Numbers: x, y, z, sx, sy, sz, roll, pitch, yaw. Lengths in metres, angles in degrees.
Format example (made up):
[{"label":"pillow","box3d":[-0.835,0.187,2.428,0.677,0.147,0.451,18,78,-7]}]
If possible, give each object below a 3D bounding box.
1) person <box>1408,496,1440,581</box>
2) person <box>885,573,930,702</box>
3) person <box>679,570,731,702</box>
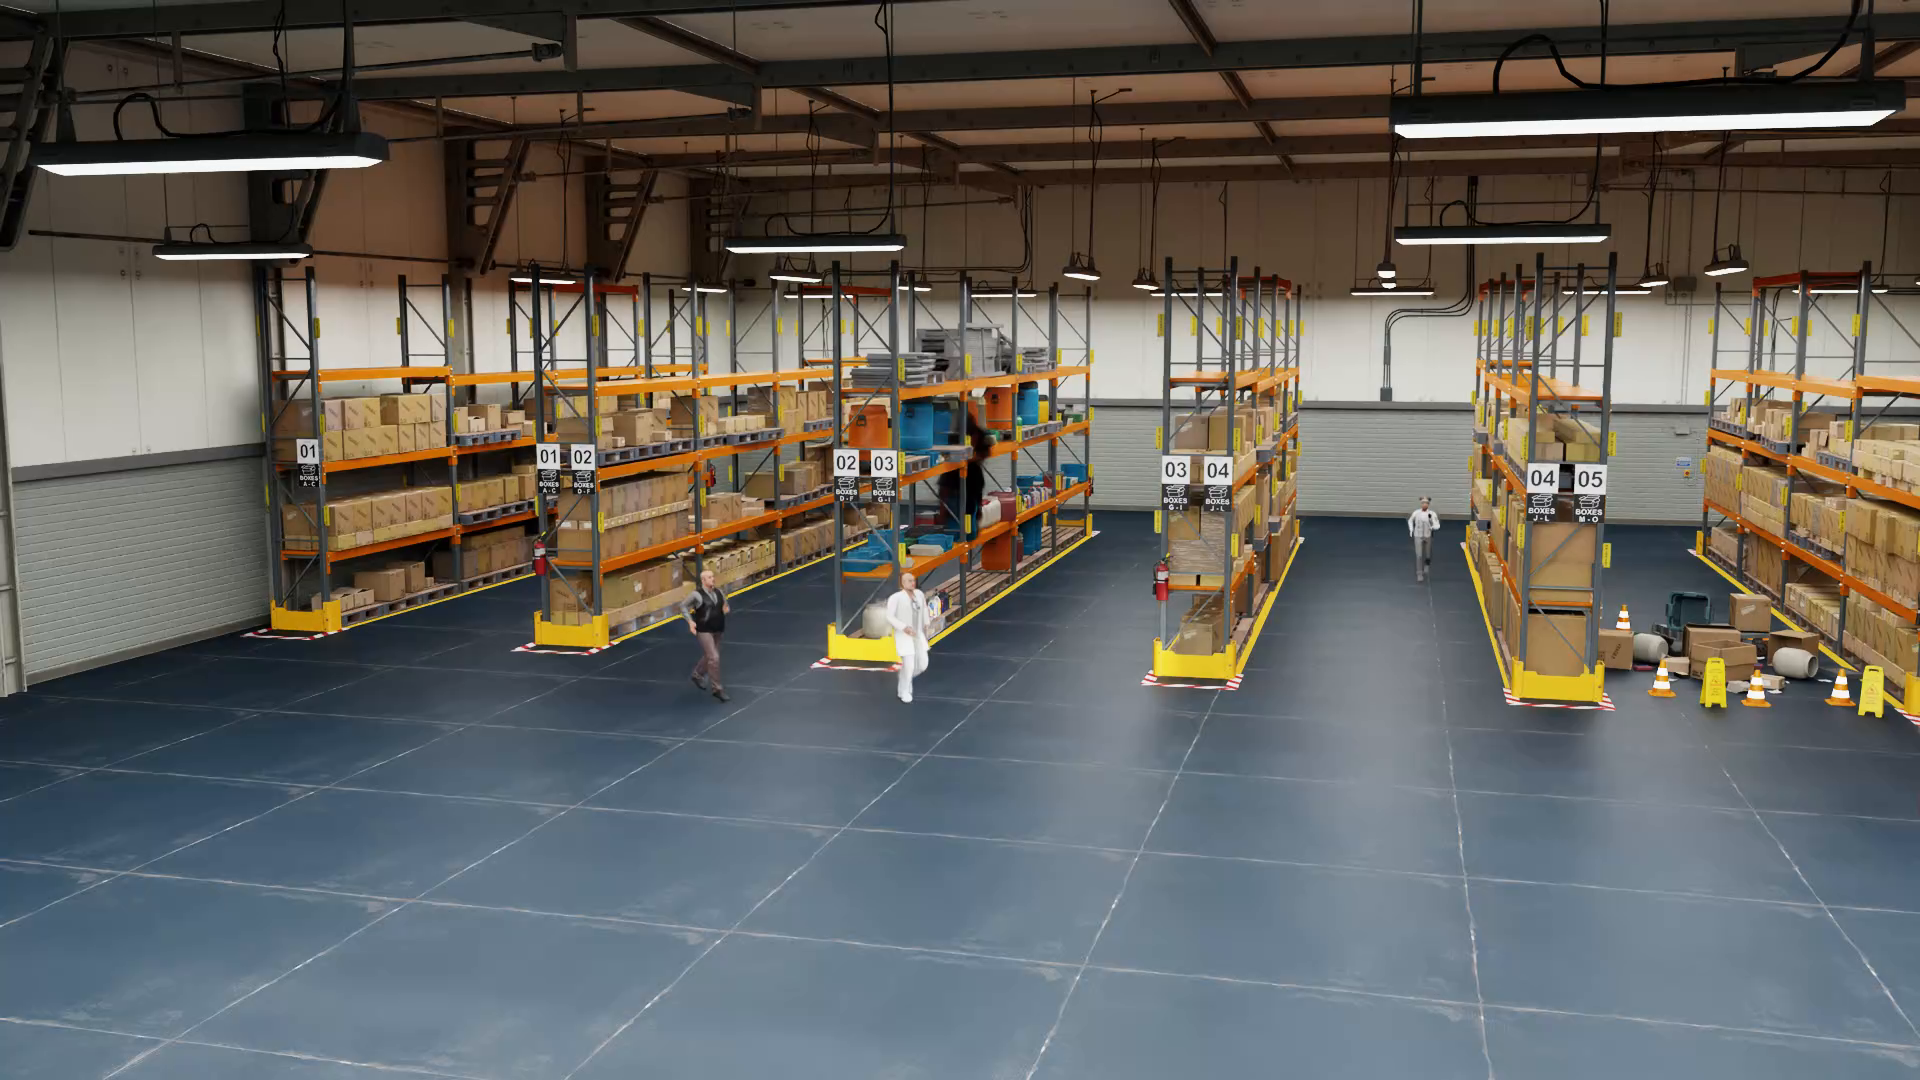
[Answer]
[{"label":"person","box3d":[9.271,-0.053,33.278,0.624,1.669,0.875,2,8,16]},{"label":"person","box3d":[-0.679,1.304,22.460,0.748,1.738,0.649,-6,9,-37]},{"label":"person","box3d":[-3.435,1.218,22.595,0.813,1.636,0.645,6,9,38]}]
